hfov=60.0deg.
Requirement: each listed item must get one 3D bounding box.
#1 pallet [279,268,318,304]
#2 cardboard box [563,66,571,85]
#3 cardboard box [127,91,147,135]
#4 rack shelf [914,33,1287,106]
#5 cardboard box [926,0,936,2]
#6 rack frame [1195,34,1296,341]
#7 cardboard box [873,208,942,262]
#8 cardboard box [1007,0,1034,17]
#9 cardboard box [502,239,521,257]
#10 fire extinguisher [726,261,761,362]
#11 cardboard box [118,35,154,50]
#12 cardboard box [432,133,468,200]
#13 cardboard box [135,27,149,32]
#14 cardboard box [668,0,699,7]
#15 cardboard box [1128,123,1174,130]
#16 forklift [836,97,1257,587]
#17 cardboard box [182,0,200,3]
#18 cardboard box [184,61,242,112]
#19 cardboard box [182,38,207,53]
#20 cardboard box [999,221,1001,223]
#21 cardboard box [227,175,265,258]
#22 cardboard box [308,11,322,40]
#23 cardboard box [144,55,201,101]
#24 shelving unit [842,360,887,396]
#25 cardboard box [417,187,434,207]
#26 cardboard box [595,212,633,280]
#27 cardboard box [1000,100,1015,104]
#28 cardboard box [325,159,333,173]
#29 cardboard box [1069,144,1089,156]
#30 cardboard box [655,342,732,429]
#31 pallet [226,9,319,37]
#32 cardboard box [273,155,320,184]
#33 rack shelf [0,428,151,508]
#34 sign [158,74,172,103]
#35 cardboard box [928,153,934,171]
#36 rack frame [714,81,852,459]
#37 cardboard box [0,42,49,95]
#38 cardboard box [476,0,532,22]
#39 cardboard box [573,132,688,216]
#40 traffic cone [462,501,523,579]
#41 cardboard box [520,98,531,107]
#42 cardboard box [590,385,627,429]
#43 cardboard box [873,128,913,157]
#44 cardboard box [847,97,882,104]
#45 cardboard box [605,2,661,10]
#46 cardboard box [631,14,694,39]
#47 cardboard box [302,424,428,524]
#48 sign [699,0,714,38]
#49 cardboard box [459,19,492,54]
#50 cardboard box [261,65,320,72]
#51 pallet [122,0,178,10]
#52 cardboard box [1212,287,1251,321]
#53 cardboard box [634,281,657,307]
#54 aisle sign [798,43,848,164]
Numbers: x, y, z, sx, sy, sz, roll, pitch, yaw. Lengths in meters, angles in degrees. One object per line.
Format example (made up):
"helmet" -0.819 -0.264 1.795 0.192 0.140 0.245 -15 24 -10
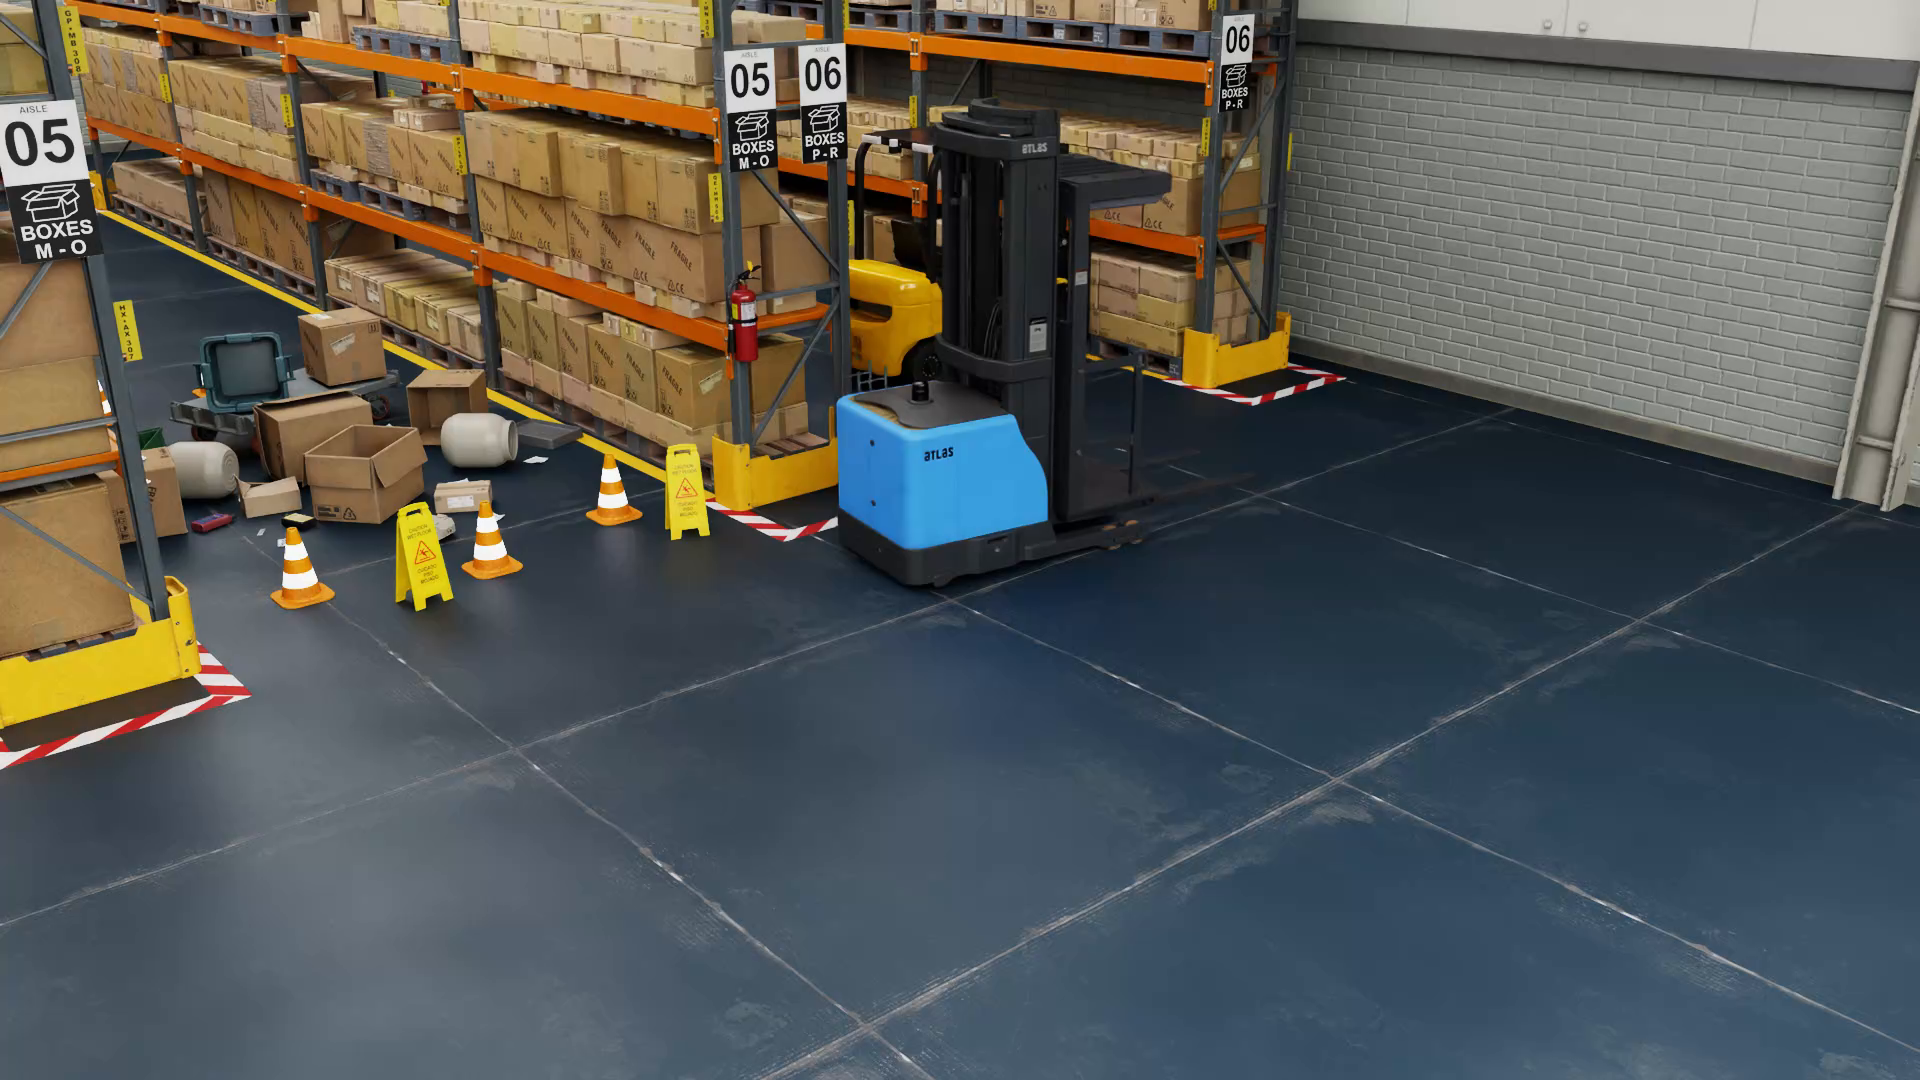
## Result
"pallet" -6.900 -2.907 18.616 1.003 0.211 1.213 -17 27 -37
"cardboard box" -2.806 -3.573 12.724 0.380 0.149 0.250 -17 27 -37
"cardboard box" -10.229 -5.465 21.186 0.500 0.500 0.500 -18 28 -38
"rack shelf" 1.232 -4.556 15.877 1.077 0.370 4.000 -17 27 -37
"cardboard box" -0.479 -5.850 17.826 0.380 0.149 0.250 -17 27 -37
"rack frame" 2.537 -2.942 14.882 1.000 3.000 0.127 -17 27 -37
"cardboard box" -0.423 -3.278 18.421 0.875 0.625 0.625 -16 26 -35
"cardboard box" 0.665 -5.141 15.855 0.396 0.266 0.258 -18 28 -39
"cardboard box" -3.665 -2.527 14.166 0.380 0.149 0.250 -16 27 -36
"fire extinguisher" -1.495 -1.582 11.516 0.296 0.674 0.183 -17 27 -37
"cardboard box" -10.454 -6.331 21.137 0.380 0.149 0.250 -17 27 -37
"cardboard box" -4.307 -3.318 14.721 0.500 0.500 0.500 -18 28 -38
"cardboard box" -10.862 -6.827 22.403 0.380 0.149 0.250 -18 28 -38
"cardboard box" -3.204 -6.563 20.220 0.500 0.250 0.500 -19 28 -39
"cardboard box" 1.810 -3.861 15.795 0.380 0.149 0.250 -16 27 -36
"forklift" 0.695 -1.448 11.161 3.031 2.935 1.130 -13 25 -29
"cardboard box" -8.493 -6.125 18.641 0.380 0.166 0.250 -20 29 -41
"cardboard box" -8.631 -5.263 19.299 0.500 0.500 0.500 -18 27 -38
"cardboard box" -9.441 -6.165 20.715 0.380 0.149 0.250 -18 28 -38
"cardboard box" 0.736 -3.201 17.368 0.500 0.250 0.500 -18 28 -38
"cardboard box" -7.993 -3.881 19.617 0.875 0.875 0.875 -16 27 -36
"cardboard box" -6.199 -5.106 16.477 0.396 0.266 0.258 -17 27 -37
"cardboard box" -9.571 -5.651 20.292 0.500 0.500 0.500 -18 28 -38
"shelving unit" -0.644 -0.617 11.414 0.258 1.200 0.189 -16 26 -35
"cardboard box" -4.731 -3.159 15.205 0.380 0.149 0.250 -18 28 -38
"cardboard box" -2.431 -2.307 12.716 0.500 0.500 0.500 -18 27 -38
"cardboard box" 0.364 -4.518 17.471 0.380 0.149 0.250 -17 27 -37
"cardboard box" -6.212 -3.828 16.913 0.380 0.149 0.250 -20 29 -41
"cardboard box" 1.243 -3.668 15.710 0.380 0.149 0.250 -17 27 -37
"cardboard box" -1.941 -1.183 12.557 0.500 0.500 0.500 -17 27 -37
"pallet" -6.903 -5.443 17.415 1.213 0.211 1.003 -16 26 -35
"cardboard box" -6.969 -3.978 17.732 0.500 0.250 0.500 -19 28 -39
"rack shelf" -6.210 -0.770 10.325 1.077 0.370 4.000 -17 27 -37
"sign" -9.473 -5.382 19.816 0.100 0.325 0.005 -17 27 -37
"cardboard box" 0.018 -3.909 17.214 0.500 0.500 0.500 -18 28 -39
"rack frame" -1.221 -1.759 11.862 1.000 3.000 0.127 -17 27 -37
"cardboard box" -5.025 -2.455 8.610 0.500 0.250 0.500 -18 27 -38
"cardboard box" -3.681 -4.286 13.451 0.380 0.149 0.250 -16 27 -36
"cardboard box" -2.455 -2.757 12.494 0.700 0.500 0.500 -18 28 -38
"traffic cone" -3.097 -0.031 10.930 0.336 0.463 0.334 -17 27 -37
"cardboard box" -6.069 -6.301 23.803 0.380 0.149 0.250 -17 27 -36
"cardboard box" -2.630 -1.122 13.430 0.500 0.250 0.500 -19 28 -39
"cardboard box" -0.588 -4.285 17.831 0.500 0.250 0.500 -18 28 -39
"cardboard box" -1.100 -4.976 19.049 0.380 0.149 0.250 -17 27 -37
"cardboard box" -2.561 -4.137 13.072 0.380 0.149 0.250 -17 27 -37
"cardboard box" -2.111 -3.662 11.859 0.380 0.149 0.250 -17 27 -37
"cardboard box" -4.285 -0.479 12.018 0.637 0.503 0.797 3 22 9
"sign" -1.654 -3.442 10.831 0.100 0.325 0.005 -17 27 -37
"cardboard box" -3.752 -4.143 13.633 0.500 0.250 0.500 -18 28 -39
"cardboard box" -7.563 -5.098 18.878 0.500 0.500 0.500 -17 27 -37
"pallet" -9.580 -6.658 20.380 1.003 0.211 1.213 -17 27 -37
"cardboard box" 2.388 -2.269 15.674 0.500 0.250 0.500 -17 27 -36
"cardboard box" -2.218 -1.878 12.510 0.380 0.149 0.250 -17 27 -37
"aisle sign" -0.945 -3.026 11.533 0.394 0.787 0.004 -17 27 -37
